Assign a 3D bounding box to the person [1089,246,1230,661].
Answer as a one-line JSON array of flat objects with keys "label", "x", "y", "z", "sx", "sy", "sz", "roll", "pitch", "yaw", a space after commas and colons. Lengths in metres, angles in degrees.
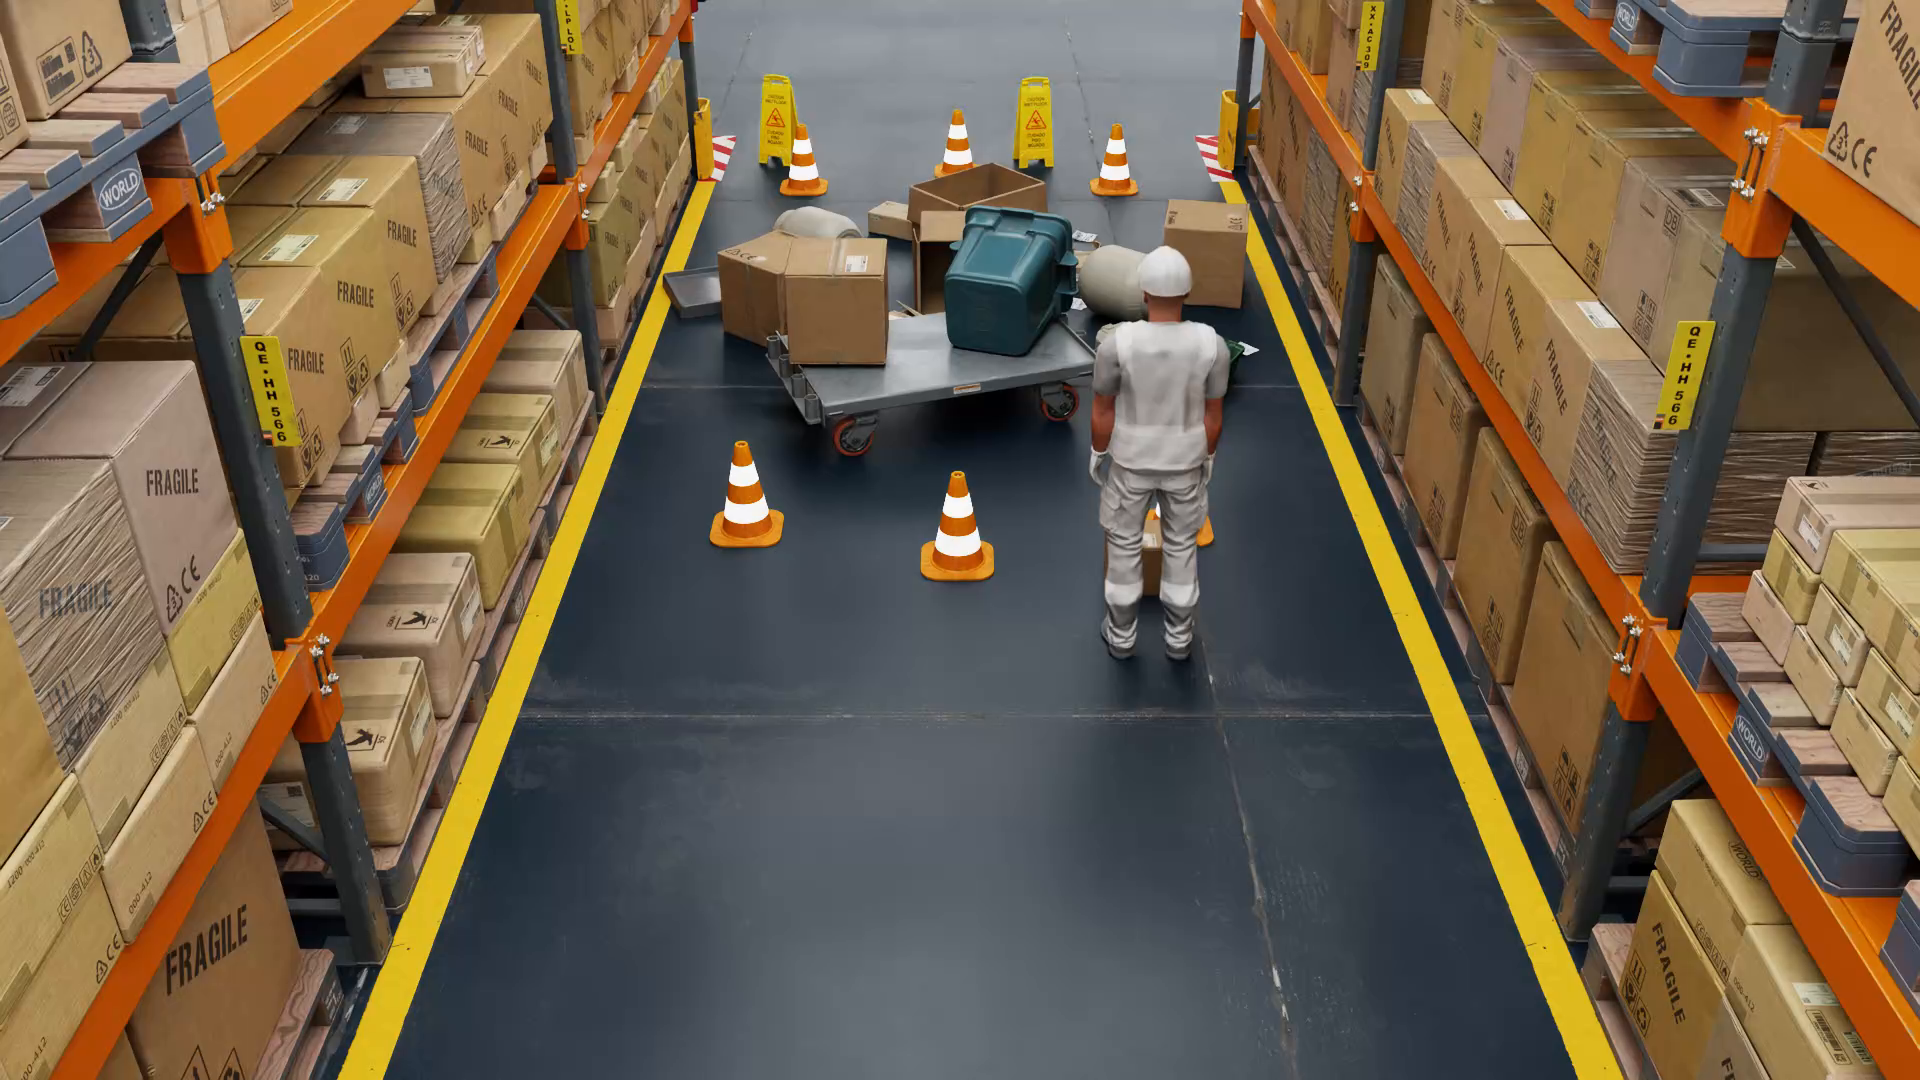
[{"label": "person", "x": 0.775, "y": -0.322, "z": 6.644, "sx": 0.525, "sy": 1.783, "sz": 0.337, "roll": 0, "pitch": 31, "yaw": 1}]
